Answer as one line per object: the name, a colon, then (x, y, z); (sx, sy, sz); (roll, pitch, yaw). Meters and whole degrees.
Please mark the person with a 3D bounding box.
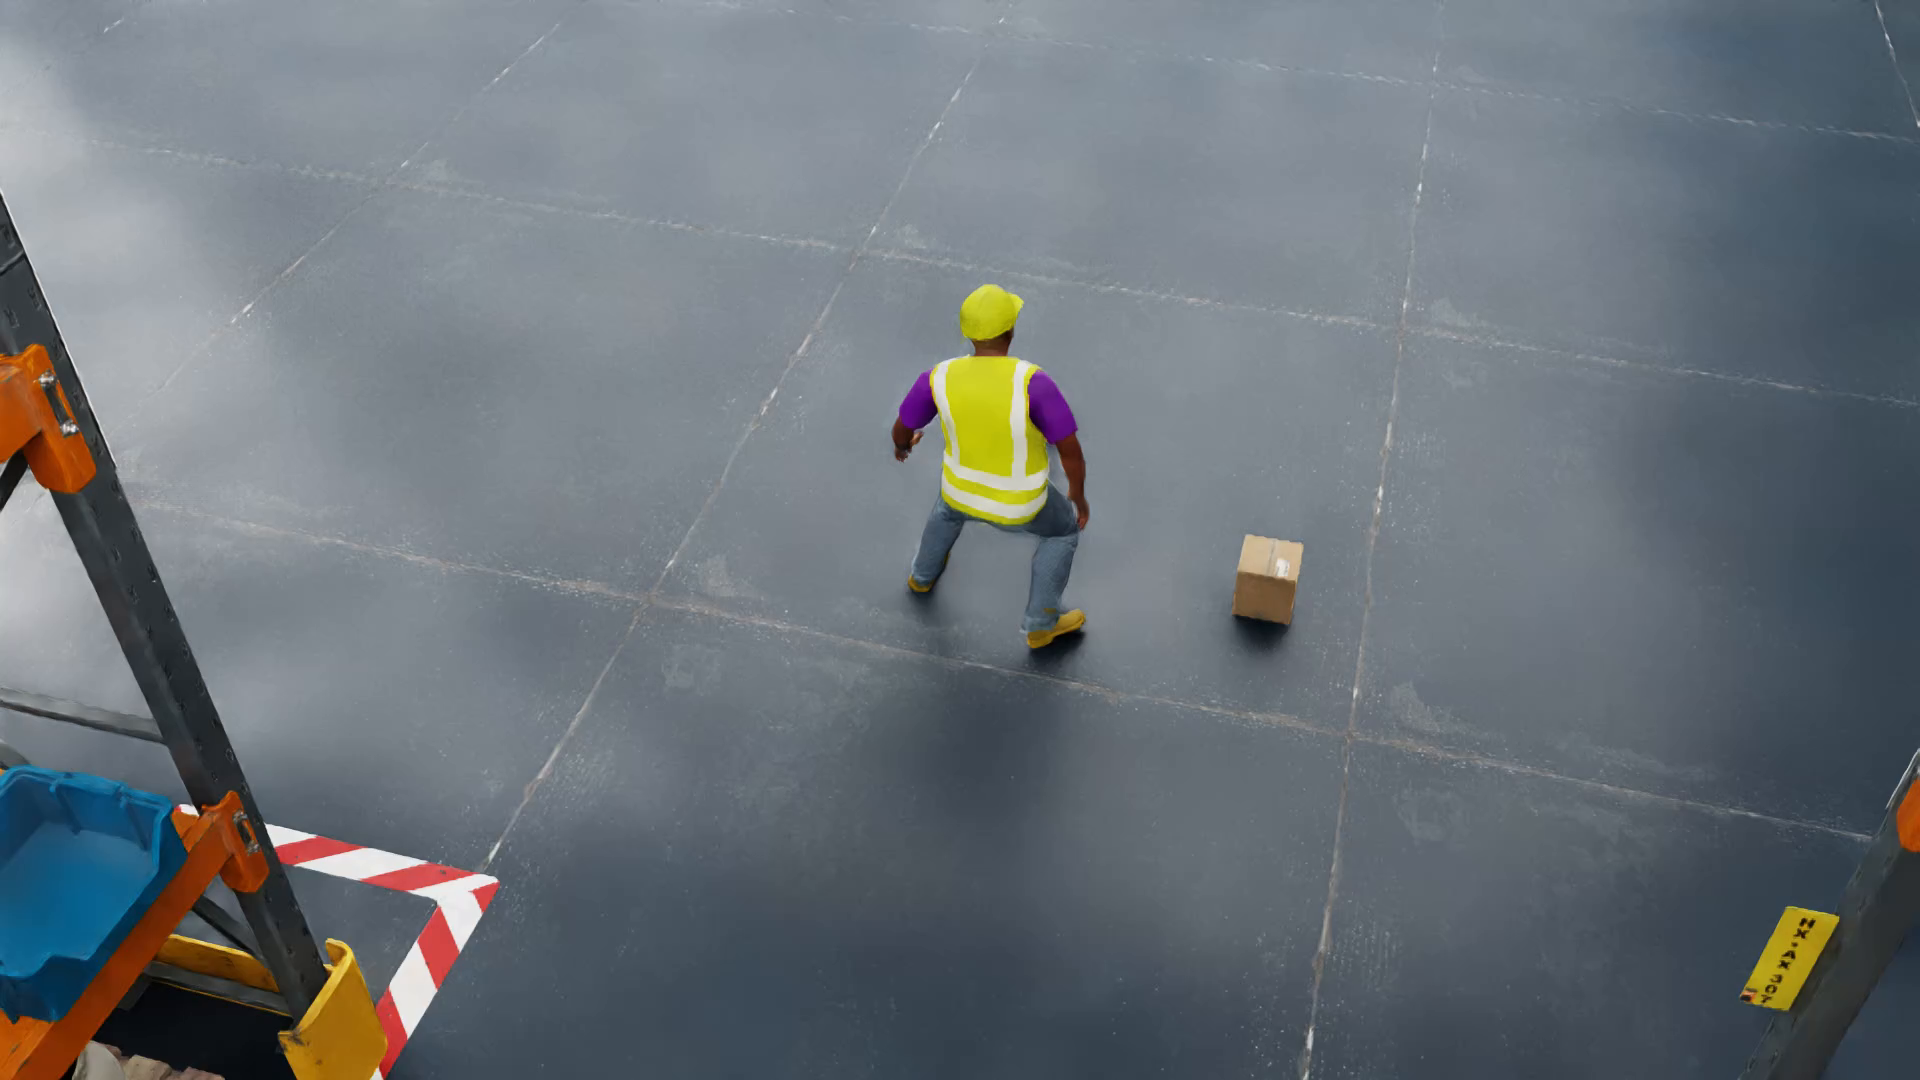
person: (0.138, -0.307, 6.613); (0.894, 1.620, 0.544); (16, 43, 18)
